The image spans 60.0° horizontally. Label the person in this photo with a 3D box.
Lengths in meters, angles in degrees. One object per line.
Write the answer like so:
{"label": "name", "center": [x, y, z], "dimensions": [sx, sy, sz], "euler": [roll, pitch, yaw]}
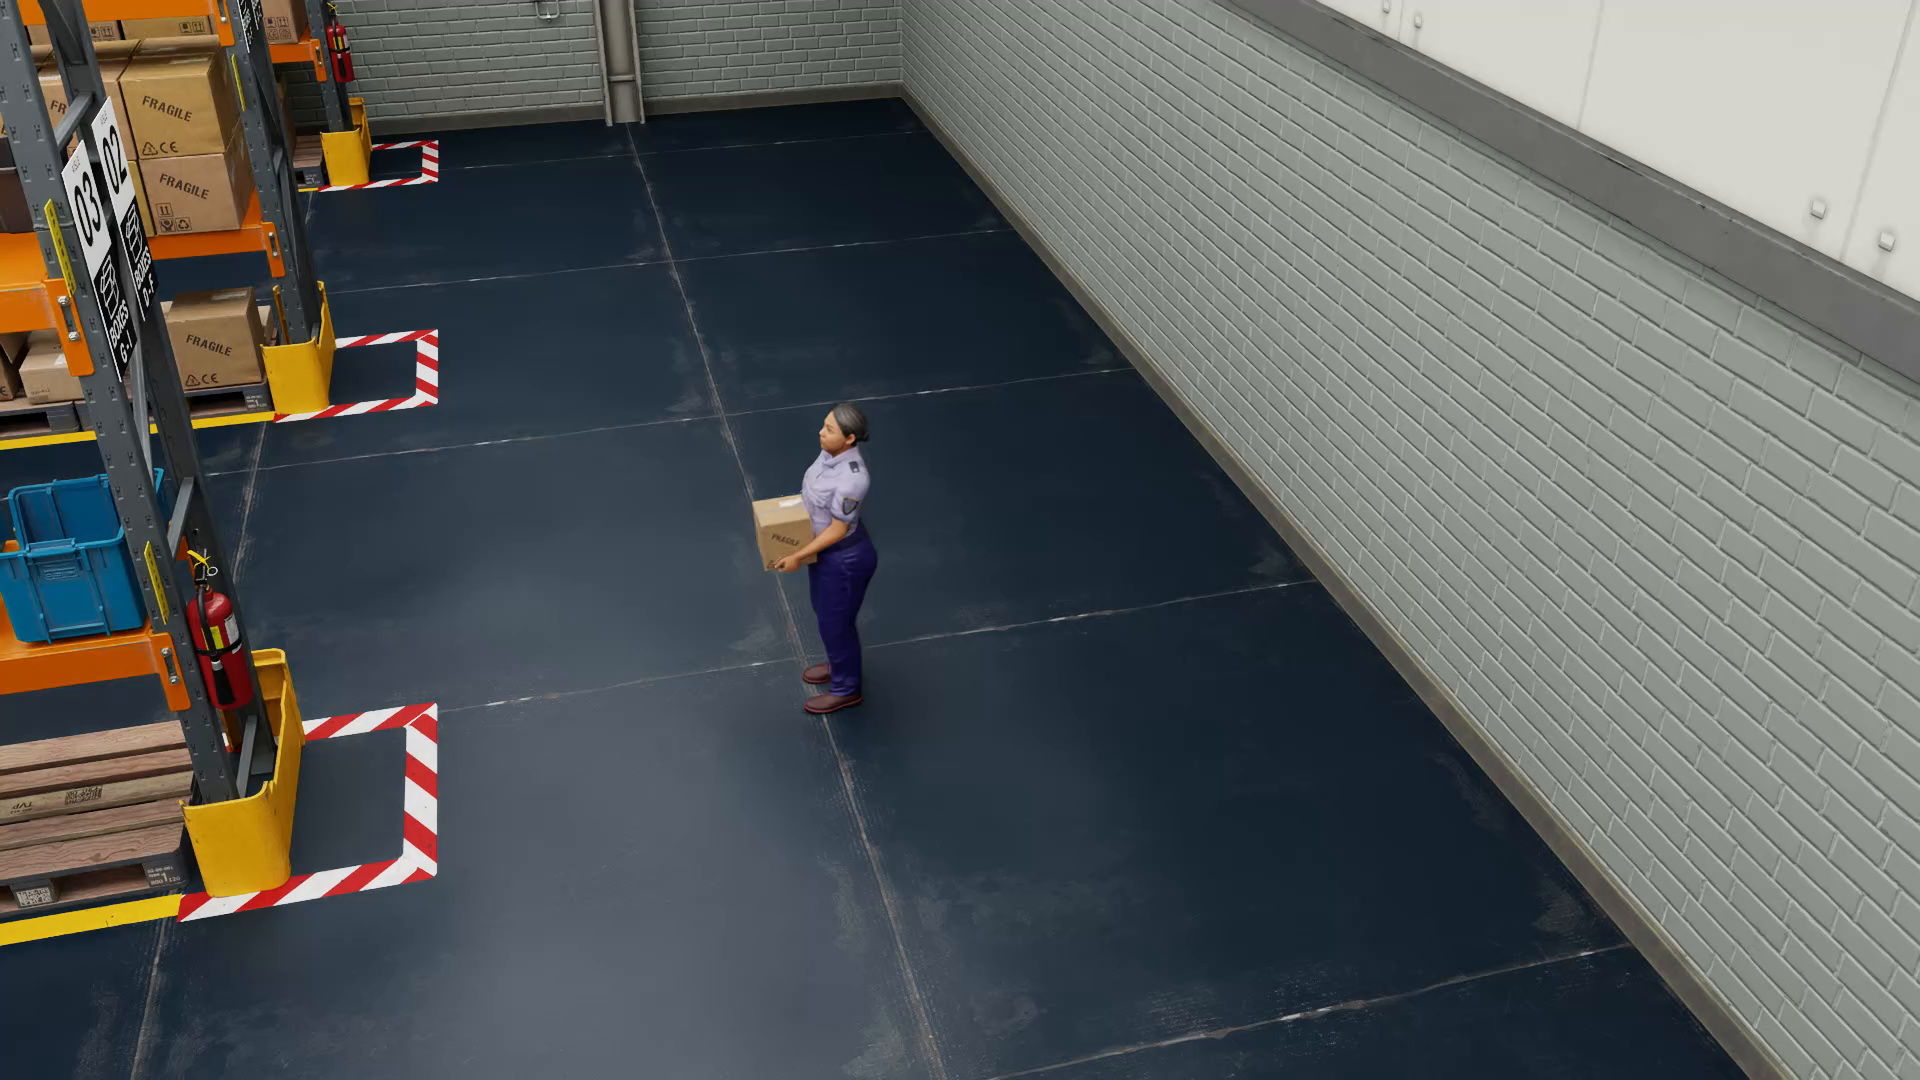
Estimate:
{"label": "person", "center": [-0.672, 0.092, 8.095], "dimensions": [0.512, 1.641, 0.475], "euler": [-9, 32, -14]}
